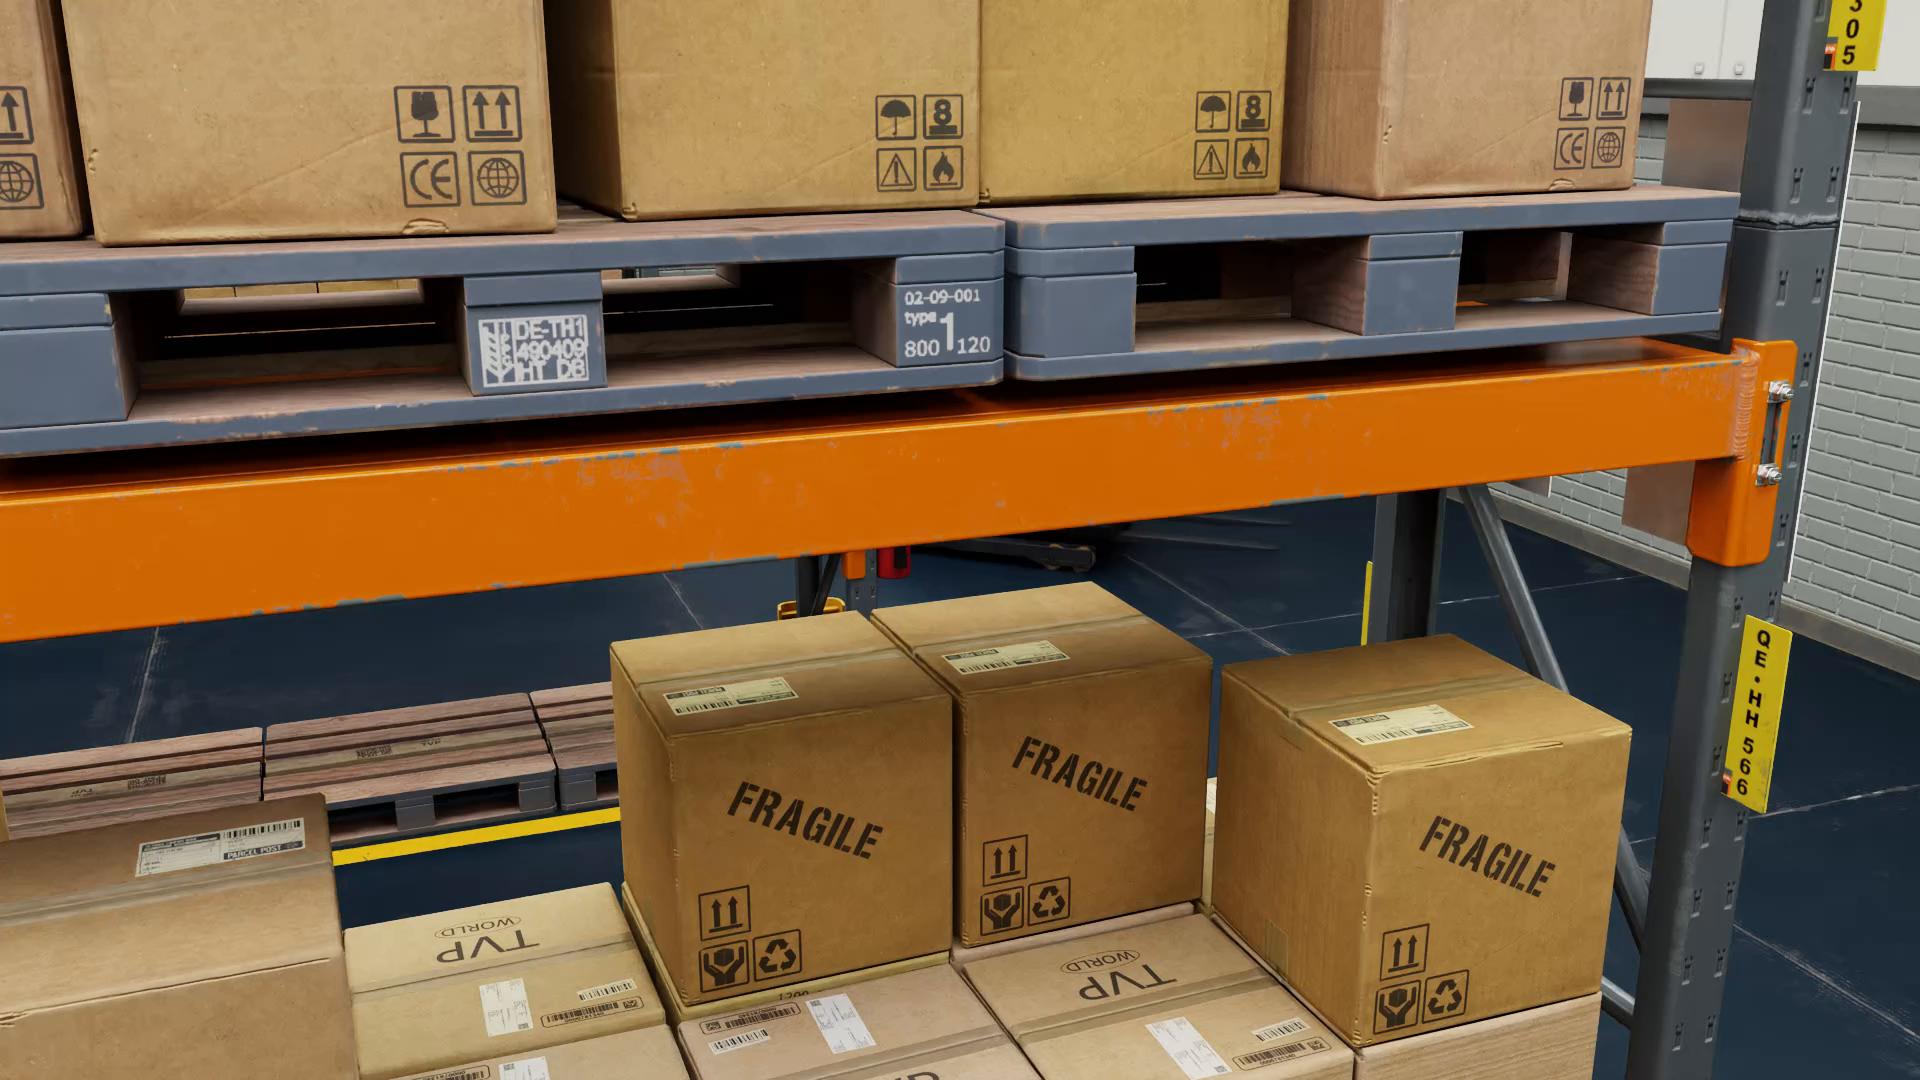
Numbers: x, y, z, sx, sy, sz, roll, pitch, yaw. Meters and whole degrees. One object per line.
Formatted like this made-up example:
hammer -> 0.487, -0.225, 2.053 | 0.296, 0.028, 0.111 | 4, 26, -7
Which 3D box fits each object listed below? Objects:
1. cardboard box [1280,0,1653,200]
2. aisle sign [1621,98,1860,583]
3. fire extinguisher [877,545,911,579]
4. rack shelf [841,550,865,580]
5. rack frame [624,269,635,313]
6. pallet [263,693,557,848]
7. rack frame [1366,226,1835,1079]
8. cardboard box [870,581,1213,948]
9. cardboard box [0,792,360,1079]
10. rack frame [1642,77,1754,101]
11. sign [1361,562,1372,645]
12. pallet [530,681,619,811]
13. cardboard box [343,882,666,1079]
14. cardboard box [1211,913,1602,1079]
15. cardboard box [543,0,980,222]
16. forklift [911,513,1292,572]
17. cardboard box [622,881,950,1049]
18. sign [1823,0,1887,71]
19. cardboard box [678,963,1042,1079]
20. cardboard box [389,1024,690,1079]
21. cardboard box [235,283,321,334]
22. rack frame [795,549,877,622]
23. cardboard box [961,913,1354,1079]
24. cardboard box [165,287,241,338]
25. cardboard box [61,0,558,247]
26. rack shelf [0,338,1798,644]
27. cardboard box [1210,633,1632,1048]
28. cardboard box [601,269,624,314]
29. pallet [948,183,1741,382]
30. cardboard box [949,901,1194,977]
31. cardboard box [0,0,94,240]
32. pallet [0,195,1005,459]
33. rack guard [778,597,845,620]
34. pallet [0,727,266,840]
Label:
cardboard box -> 0.690, -0.852, 2.751 | 0.500, 0.500, 0.700 | -7, 18, -23
aisle sign -> 1.330, -0.357, 2.877 | 0.004, 0.787, 0.394 | -6, 17, -20
fire extinguisher -> -0.313, -0.164, 7.633 | 0.183, 0.674, 0.296 | -6, 17, -20
rack shelf -> -2.484, 0.062, 7.340 | 4.000, 0.370, 1.077 | -6, 17, -20
rack frame -> -2.387, -1.789, 12.367 | 0.053, 2.616, 0.949 | -6, 17, -20
pallet -> -2.538, 1.048, 7.654 | 1.213, 0.211, 1.003 | -6, 17, -20
rack frame -> 1.156, 0.819, 3.487 | 0.127, 3.000, 1.000 | -6, 17, -20
cardboard box -> 0.144, 0.416, 3.266 | 0.500, 0.500, 0.500 | -7, 18, -21
cardboard box -> -1.094, 0.709, 2.268 | 0.500, 0.500, 0.500 | -7, 18, -22
rack frame -> 1.157, -2.059, 2.639 | 0.053, 2.616, 0.949 | -6, 17, -20
sign -> 0.963, 0.219, 3.853 | 0.005, 0.325, 0.100 | -6, 17, -20
pallet -> -1.400, 0.926, 8.069 | 1.213, 0.211, 1.003 | -6, 17, -20
cardboard box -> -0.828, 0.883, 3.006 | 0.500, 0.250, 0.500 | -7, 18, -21
cardboard box -> 0.798, 0.866, 3.062 | 0.500, 0.250, 0.500 | -6, 18, -21
cardboard box -> -0.345, -0.762, 2.445 | 0.500, 0.500, 0.700 | -7, 18, -24
forklift -> 0.702, -1.363, 11.037 | 3.031, 2.935, 1.130 | 6, 17, 19
cardboard box -> -0.342, 0.829, 3.190 | 0.500, 0.250, 0.500 | -7, 18, -22
sign -> 1.337, -0.863, 2.460 | 0.005, 0.325, 0.100 | -6, 17, -20
cardboard box -> -0.151, 0.969, 2.714 | 0.500, 0.250, 0.500 | -7, 18, -22
cardboard box -> -0.636, 1.022, 2.531 | 0.500, 0.250, 0.500 | -6, 17, -20
cardboard box -> -4.602, -1.515, 11.256 | 0.500, 0.500, 0.500 | -6, 17, -20
rack frame -> -0.616, -0.485, 7.925 | 0.127, 3.000, 1.000 | -6, 17, -20
cardboard box -> 0.324, 0.917, 2.889 | 0.500, 0.250, 0.500 | -6, 18, -21
cardboard box -> -3.982, -1.663, 11.761 | 3.026, 0.500, 1.079 | -6, 17, -19
cardboard box -> -0.827, -0.678, 2.159 | 0.500, 0.500, 0.700 | -5, 17, -18
rack shelf -> -0.712, -0.074, 2.479 | 4.000, 0.370, 1.077 | -6, 17, -20
cardboard box -> 0.795, 0.506, 2.958 | 0.500, 0.500, 0.500 | -6, 17, -19
cardboard box -> -2.706, -1.719, 11.952 | 0.500, 0.500, 0.500 | -6, 17, -18
pallet -> 0.467, -0.501, 2.813 | 1.213, 0.211, 1.003 | -6, 17, -20
cardboard box -> 0.128, 0.779, 3.359 | 0.500, 0.250, 0.500 | -6, 18, -21
cardboard box -> -1.366, -0.663, 2.107 | 0.500, 0.500, 0.700 | -5, 17, -17
pallet -> -0.674, -0.377, 2.391 | 1.213, 0.211, 1.003 | -6, 17, -20
rack guard -> -0.599, 0.709, 8.297 | 0.348, 0.500, 1.175 | -6, 17, -20
pallet -> -3.679, 1.172, 7.232 | 1.213, 0.211, 1.003 | -6, 17, -20
